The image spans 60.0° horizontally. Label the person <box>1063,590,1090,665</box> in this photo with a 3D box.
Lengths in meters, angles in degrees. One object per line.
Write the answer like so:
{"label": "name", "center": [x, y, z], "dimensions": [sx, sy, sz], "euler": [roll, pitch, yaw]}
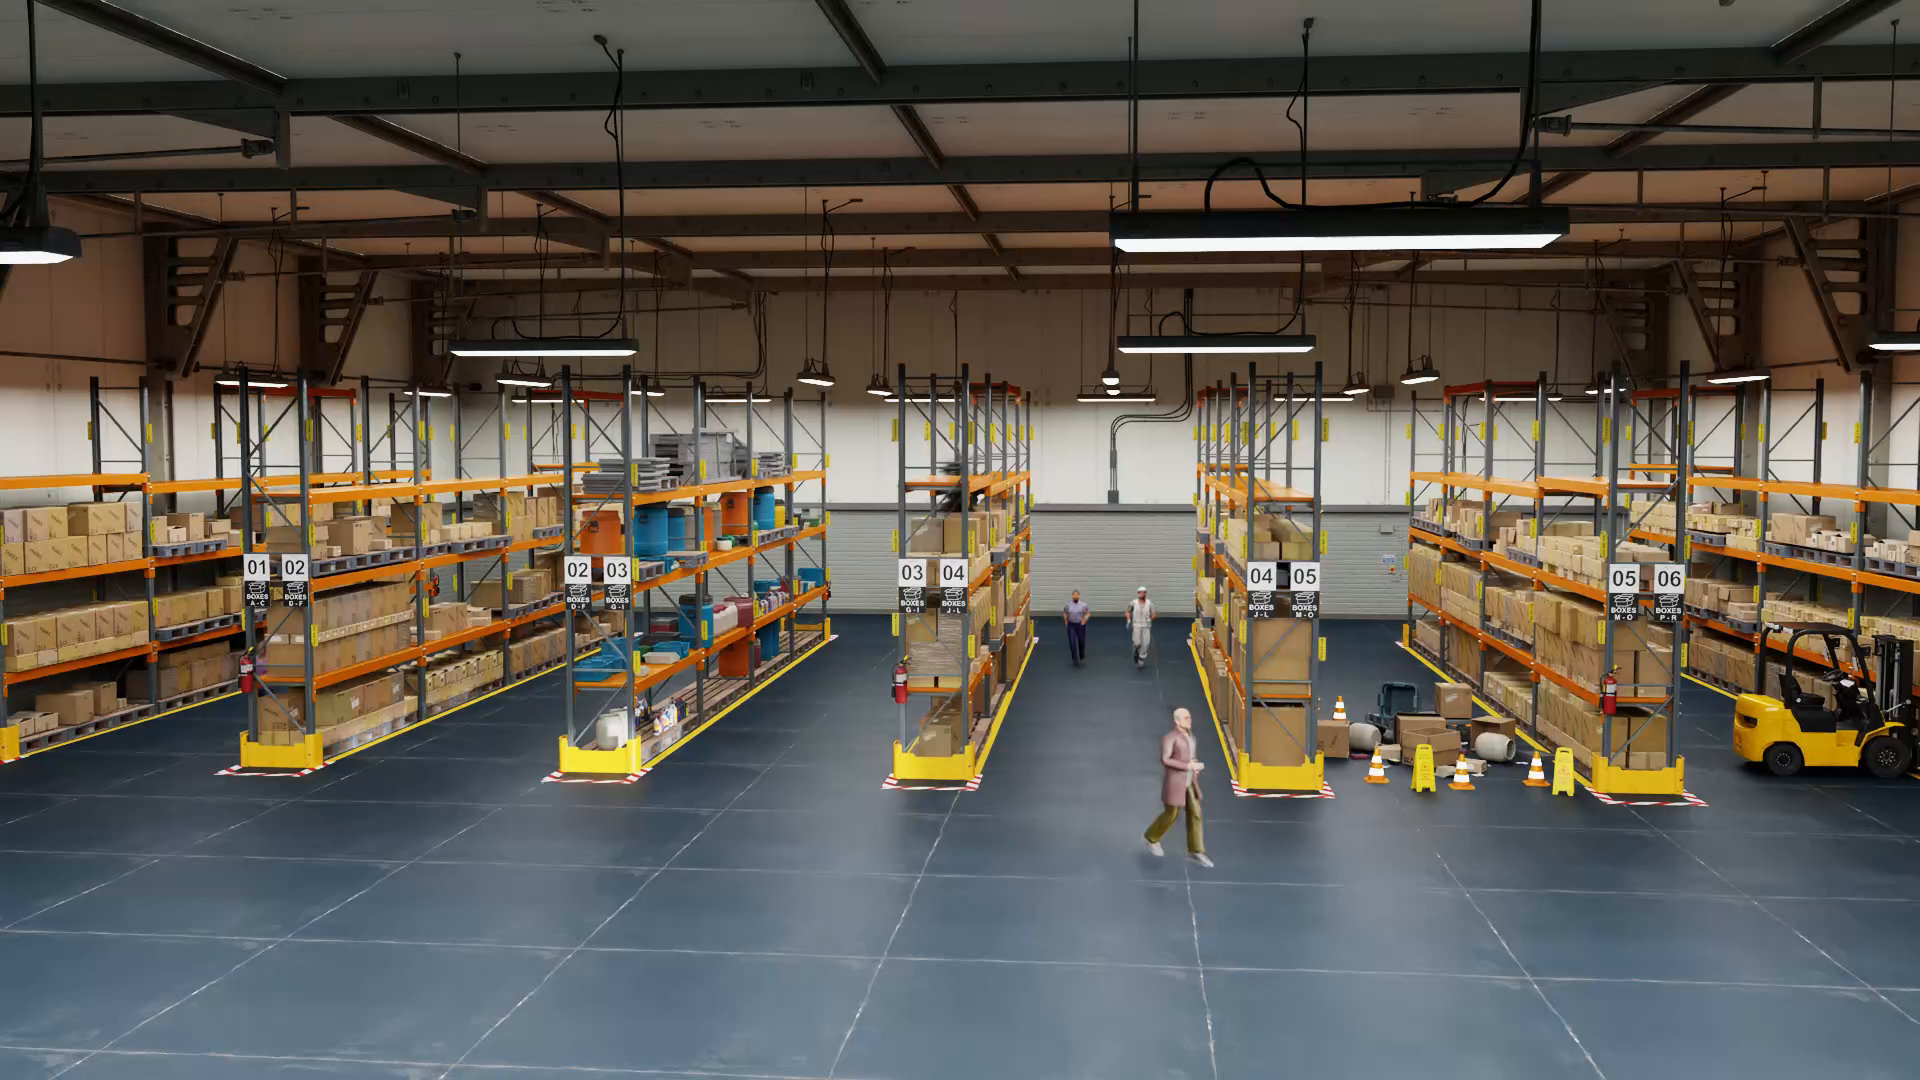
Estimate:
{"label": "person", "center": [2.517, 1.890, 36.063], "dimensions": [0.594, 1.601, 0.556], "euler": [1, 4, 8]}

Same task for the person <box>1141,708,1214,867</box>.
{"label": "person", "center": [2.545, 2.864, 19.417], "dimensions": [0.922, 1.829, 0.737], "euler": [3, 5, 43]}

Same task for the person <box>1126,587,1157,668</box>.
{"label": "person", "center": [3.850, 1.864, 35.282], "dimensions": [0.651, 1.738, 0.583], "euler": [0, 4, 3]}

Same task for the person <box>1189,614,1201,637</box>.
{"label": "person", "center": [6.017, 1.579, 40.638], "dimensions": [0.810, 1.626, 0.640], "euler": [0, 4, 2]}

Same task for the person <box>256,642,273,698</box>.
{"label": "person", "center": [-11.550, 2.466, 27.554], "dimensions": [0.538, 1.556, 0.549], "euler": [0, 4, -2]}
